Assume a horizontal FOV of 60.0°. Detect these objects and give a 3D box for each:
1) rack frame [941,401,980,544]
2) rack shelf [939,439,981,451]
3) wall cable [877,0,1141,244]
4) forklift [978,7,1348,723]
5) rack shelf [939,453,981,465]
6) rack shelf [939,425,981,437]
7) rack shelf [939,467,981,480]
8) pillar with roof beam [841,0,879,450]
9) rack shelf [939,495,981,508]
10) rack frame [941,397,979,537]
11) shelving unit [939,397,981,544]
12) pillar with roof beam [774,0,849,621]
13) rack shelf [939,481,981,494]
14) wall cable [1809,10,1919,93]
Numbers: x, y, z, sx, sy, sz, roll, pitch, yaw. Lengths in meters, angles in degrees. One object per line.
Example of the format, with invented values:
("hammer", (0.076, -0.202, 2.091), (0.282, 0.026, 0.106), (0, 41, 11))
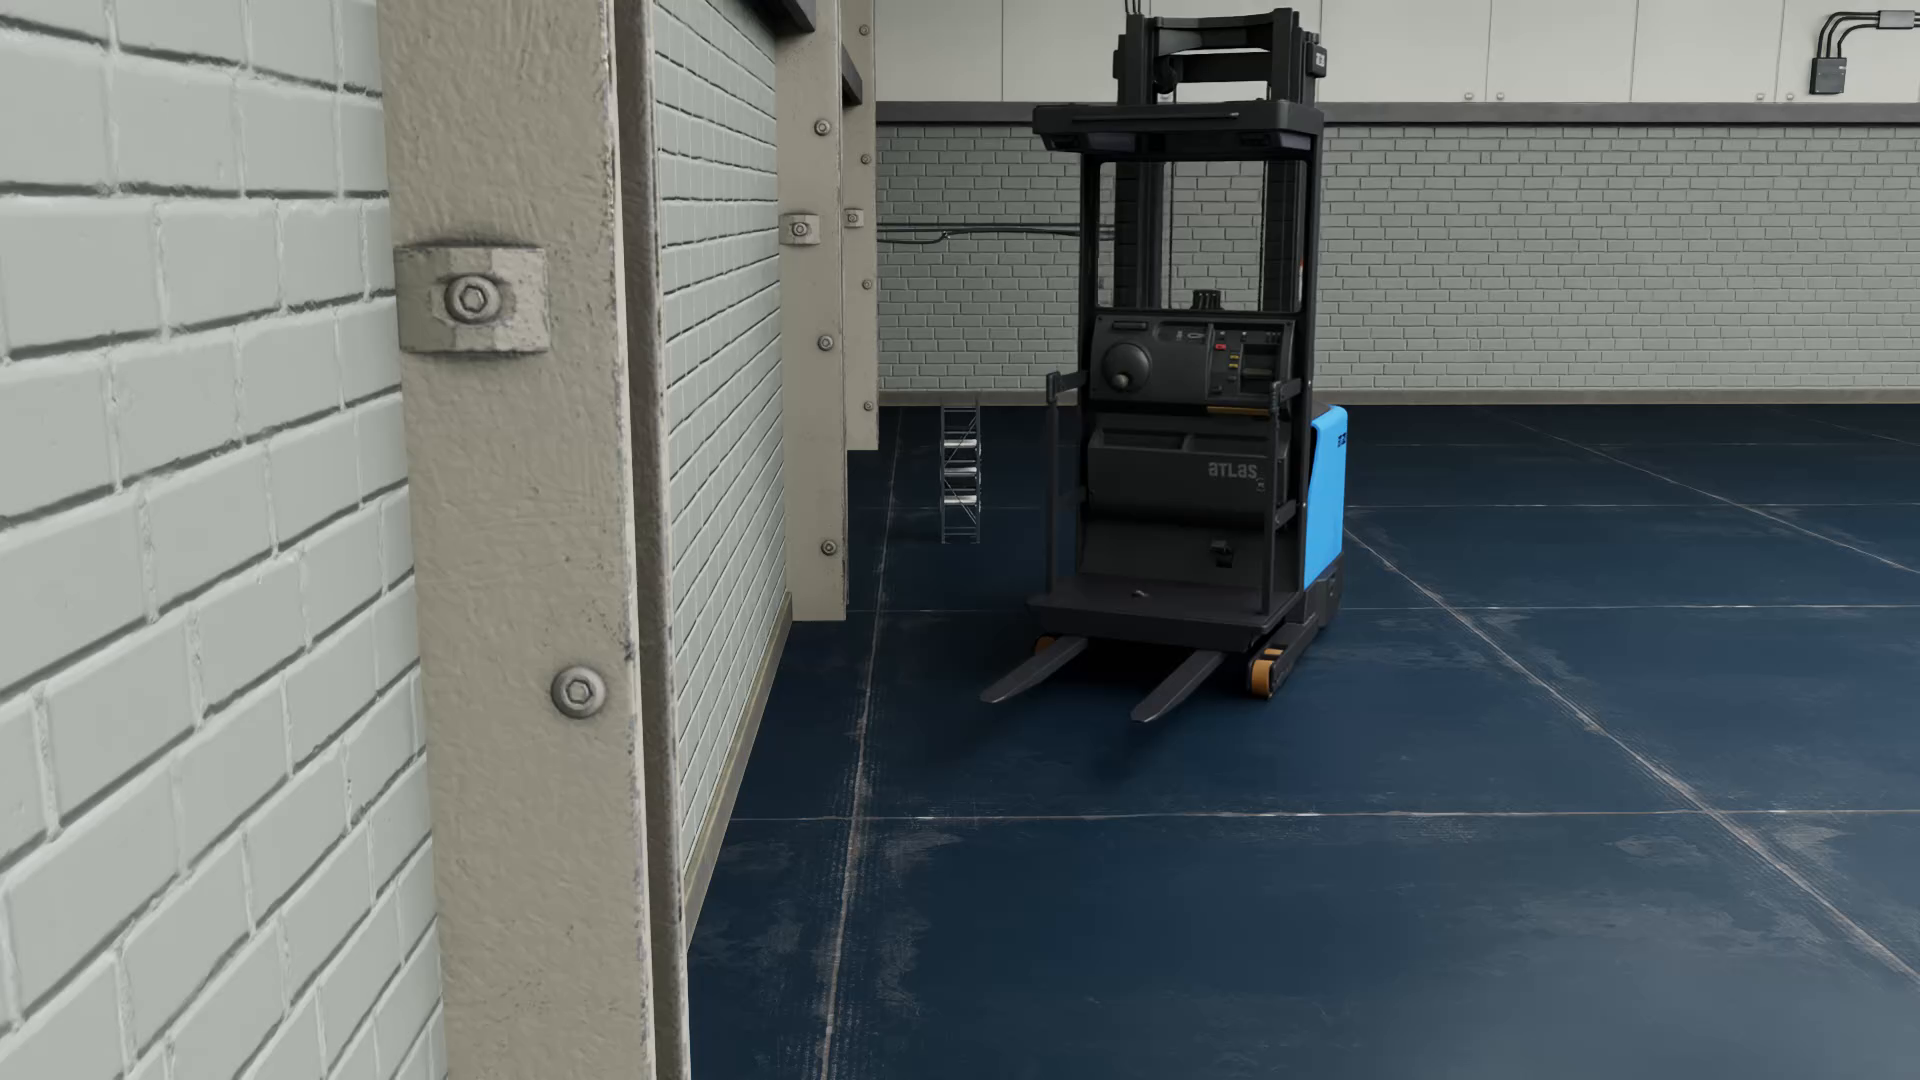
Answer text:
("rack frame", (0.002, -0.419, 10.362), (0.240, 0.900, 0.006), (0, 11, -1))
("rack shelf", (0.000, -0.583, 10.433), (0.258, 0.077, 0.200), (0, 11, -1))
("wall cable", (0.391, -4.299, 16.925), (3.097, 2.526, 0.112), (0, 11, -1))
("forklift", (0.970, -0.851, 7.381), (1.130, 2.935, 3.031), (5, 12, 23))
("rack shelf", (0.000, -0.495, 10.450), (0.258, 0.077, 0.200), (0, 11, -1))
("rack shelf", (0.000, -0.671, 10.415), (0.258, 0.077, 0.200), (0, 11, -1))
("rack shelf", (0.000, -0.407, 10.468), (0.258, 0.077, 0.200), (0, 11, -1))
("pillar with roof beam", (3.434, -5.247, 13.790), (9.100, 9.000, 0.400), (0, 11, -1))
("rack shelf", (0.000, -0.230, 10.504), (0.258, 0.077, 0.200), (0, 11, -1))
("rack frame", (-0.002, -0.460, 10.561), (0.240, 0.900, 0.006), (0, 11, -1))
("shelving unit", (0.000, -0.439, 10.462), (0.258, 0.900, 0.210), (0, 11, -1))
("pillar with roof beam", (3.558, -4.054, 7.911), (9.100, 9.000, 0.400), (0, 11, -1))
("rack shelf", (0.000, -0.319, 10.486), (0.258, 0.077, 0.200), (0, 11, -1))
("wall cable", (9.883, -7.523, 16.455), (2.305, 6.003, 0.169), (0, 11, -1))
